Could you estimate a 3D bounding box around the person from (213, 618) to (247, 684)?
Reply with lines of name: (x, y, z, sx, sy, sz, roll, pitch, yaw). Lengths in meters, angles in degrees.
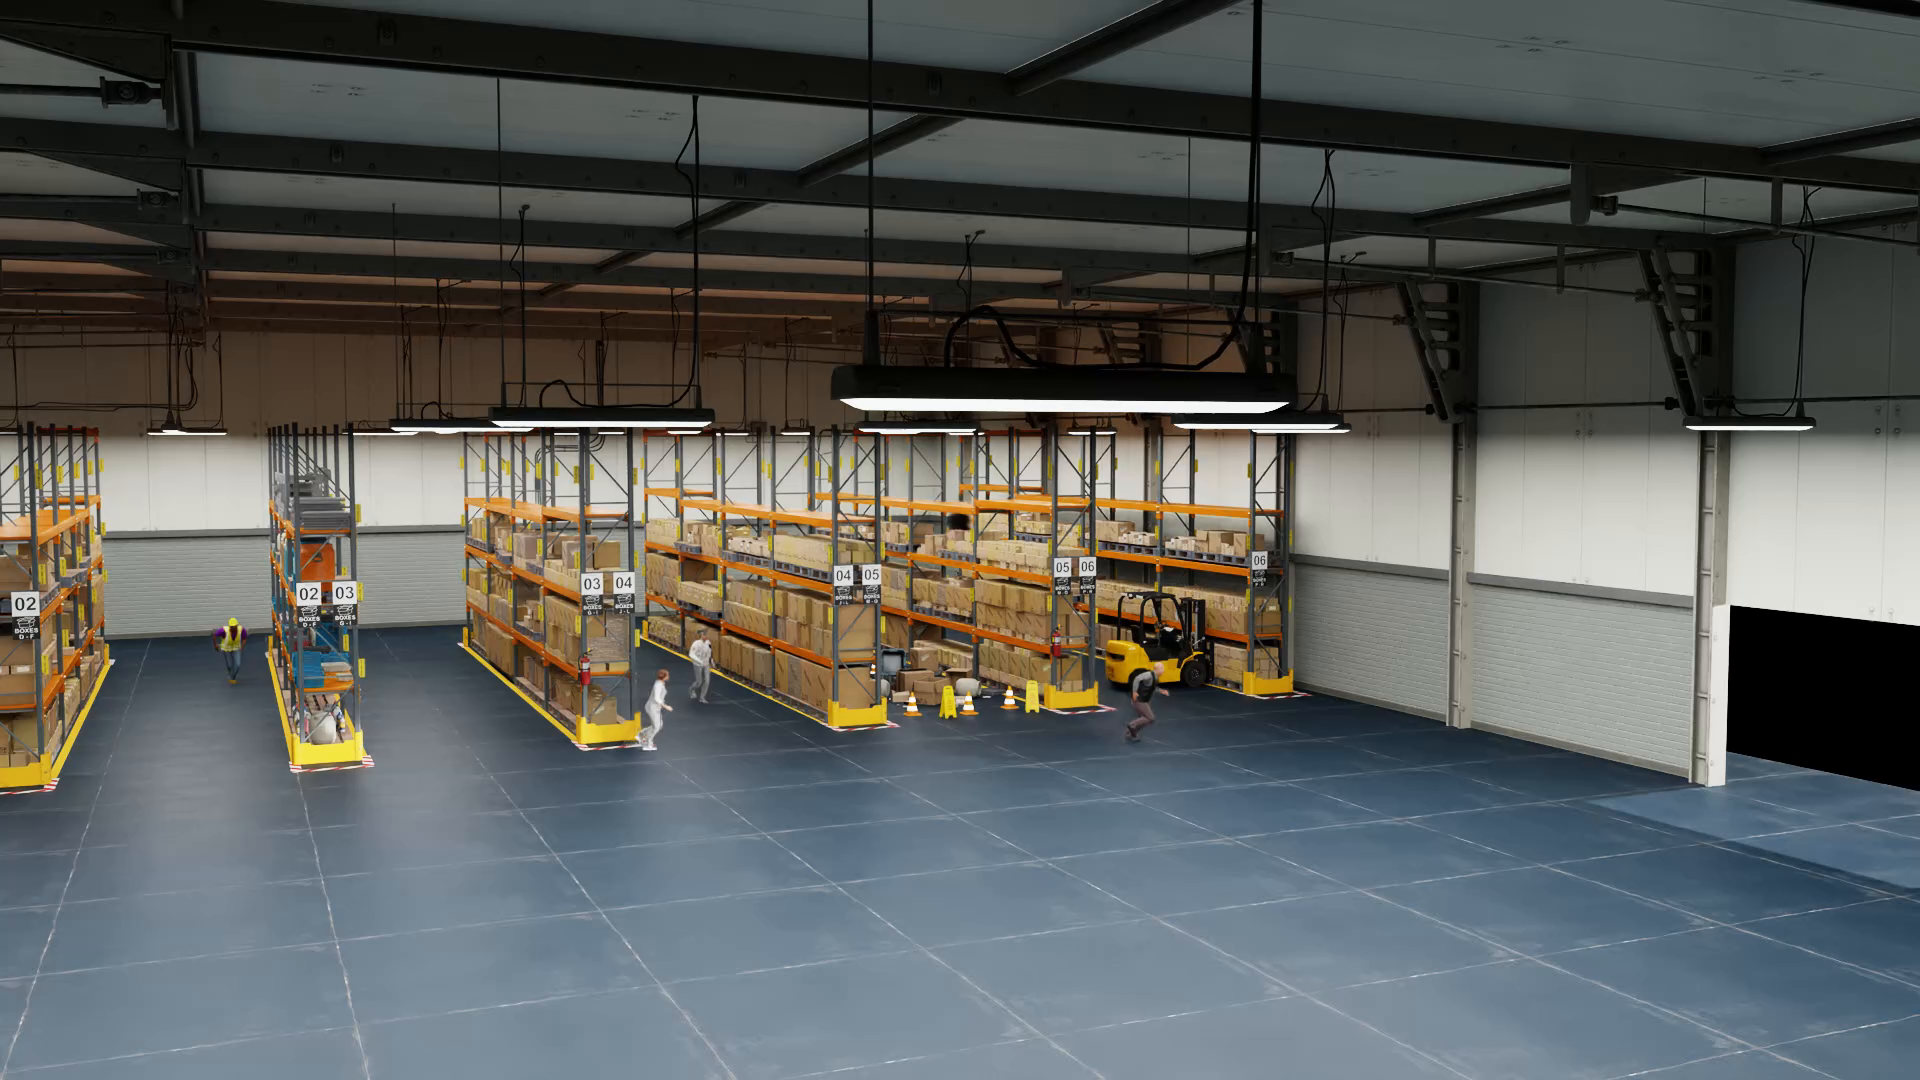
person: (-16.998, 2.582, 38.725, 0.731, 1.572, 0.906, -2, 4, -31)

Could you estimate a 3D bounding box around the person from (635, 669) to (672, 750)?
person: (-5.610, 3.105, 30.448, 0.701, 1.515, 0.524, 0, 3, -2)

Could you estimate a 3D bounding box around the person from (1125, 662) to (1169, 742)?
person: (3.483, 3.096, 31.182, 0.845, 1.443, 0.684, 2, 4, 25)

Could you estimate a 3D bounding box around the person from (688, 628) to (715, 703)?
person: (-5.648, 2.713, 36.061, 0.582, 1.642, 0.718, -3, 4, -38)

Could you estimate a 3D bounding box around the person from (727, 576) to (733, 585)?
person: (-6.526, 1.899, 47.775, 0.736, 1.753, 0.945, -1, 4, -9)
